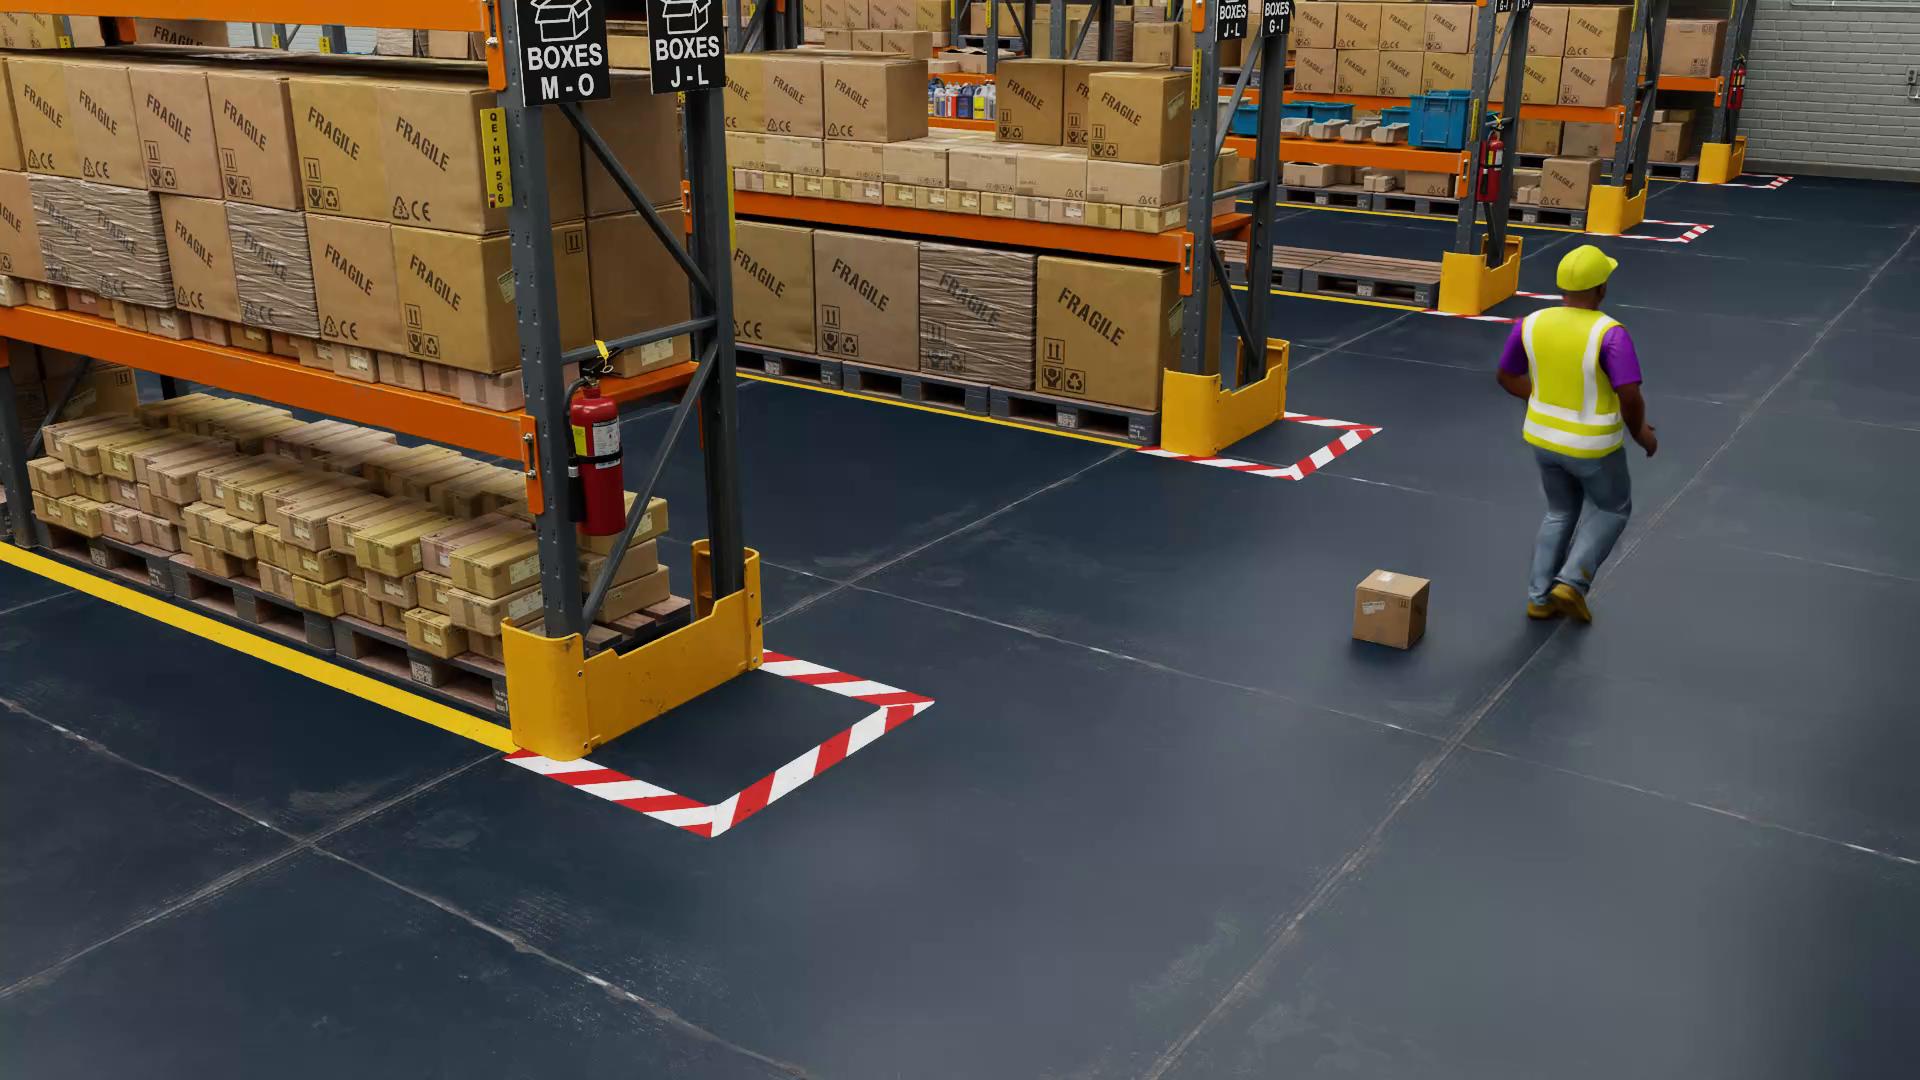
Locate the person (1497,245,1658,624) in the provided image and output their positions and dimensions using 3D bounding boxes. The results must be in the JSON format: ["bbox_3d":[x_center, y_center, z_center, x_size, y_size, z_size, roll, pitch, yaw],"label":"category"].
[{"bbox_3d":[2.744,-0.456,7.376,0.524,1.720,0.742,-16,25,-37],"label":"person"}]
